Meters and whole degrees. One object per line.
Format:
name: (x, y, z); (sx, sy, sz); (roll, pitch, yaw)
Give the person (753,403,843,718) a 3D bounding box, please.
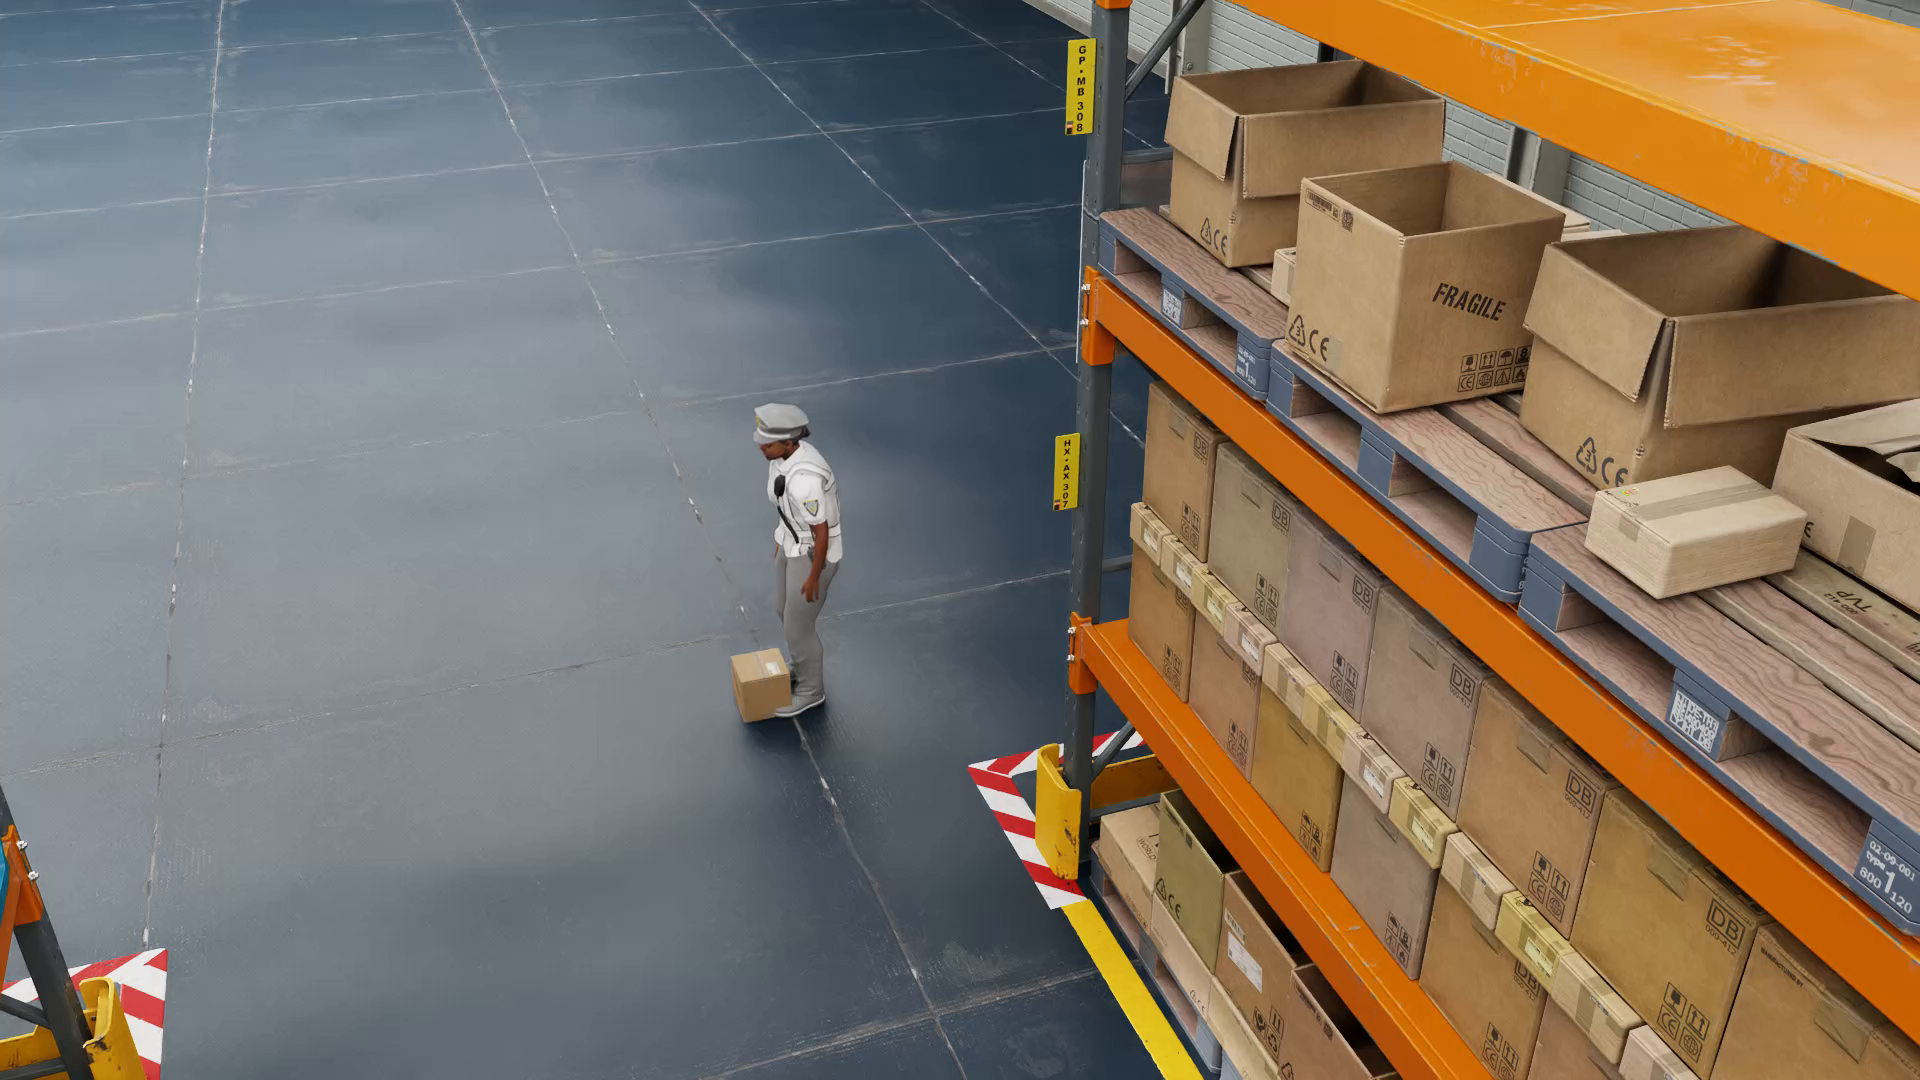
person: (-0.807, 0.085, 8.194); (0.427, 1.655, 0.516); (-12, 32, -20)
